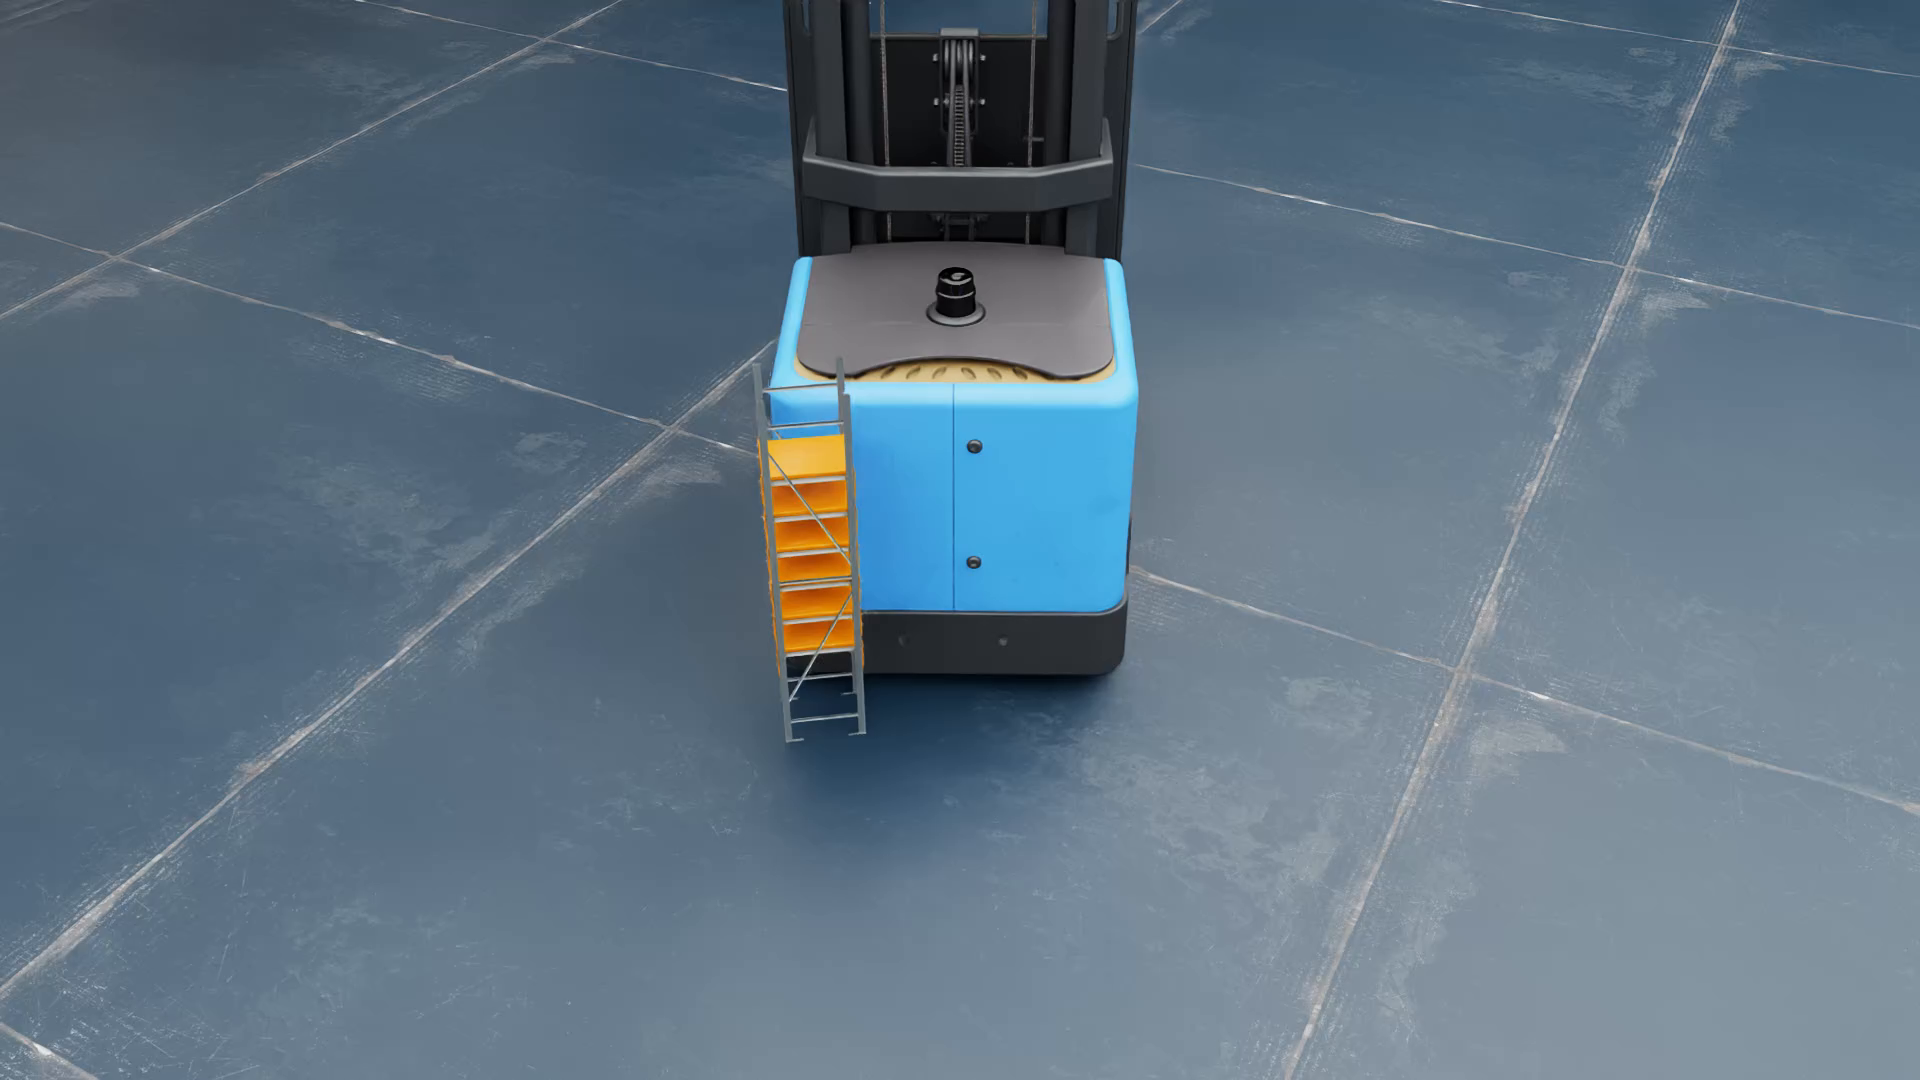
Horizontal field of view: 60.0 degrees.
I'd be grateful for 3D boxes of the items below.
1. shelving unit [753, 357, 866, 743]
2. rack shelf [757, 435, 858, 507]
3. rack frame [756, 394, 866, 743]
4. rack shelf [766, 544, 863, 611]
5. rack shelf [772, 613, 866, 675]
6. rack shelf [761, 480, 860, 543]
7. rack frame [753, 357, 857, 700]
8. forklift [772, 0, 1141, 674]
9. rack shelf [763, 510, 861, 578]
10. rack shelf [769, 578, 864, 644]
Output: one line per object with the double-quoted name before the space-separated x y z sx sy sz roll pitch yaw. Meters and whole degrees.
"shelving unit" -0.413 0.060 4.679 0.258 1.200 0.189 -5 37 -6
"rack shelf" -0.413 -0.191 4.488 0.258 0.103 0.180 -5 37 -6
"rack frame" -0.400 0.115 4.607 0.240 1.200 0.006 -5 37 -6
"rack shelf" -0.413 0.095 4.706 0.258 0.103 0.180 -5 37 -6
"rack shelf" -0.413 0.286 4.851 0.258 0.103 0.180 -5 37 -6
"rack shelf" -0.413 -0.096 4.561 0.258 0.103 0.180 -5 37 -6
"rack frame" -0.425 0.005 4.751 0.240 1.200 0.006 -5 37 -6
"forklift" -0.002 -1.616 5.454 1.130 2.935 3.031 0 37 0
"rack shelf" -0.413 0.000 4.633 0.258 0.103 0.180 -5 37 -6
"rack shelf" -0.413 0.191 4.778 0.258 0.103 0.180 -5 37 -6
